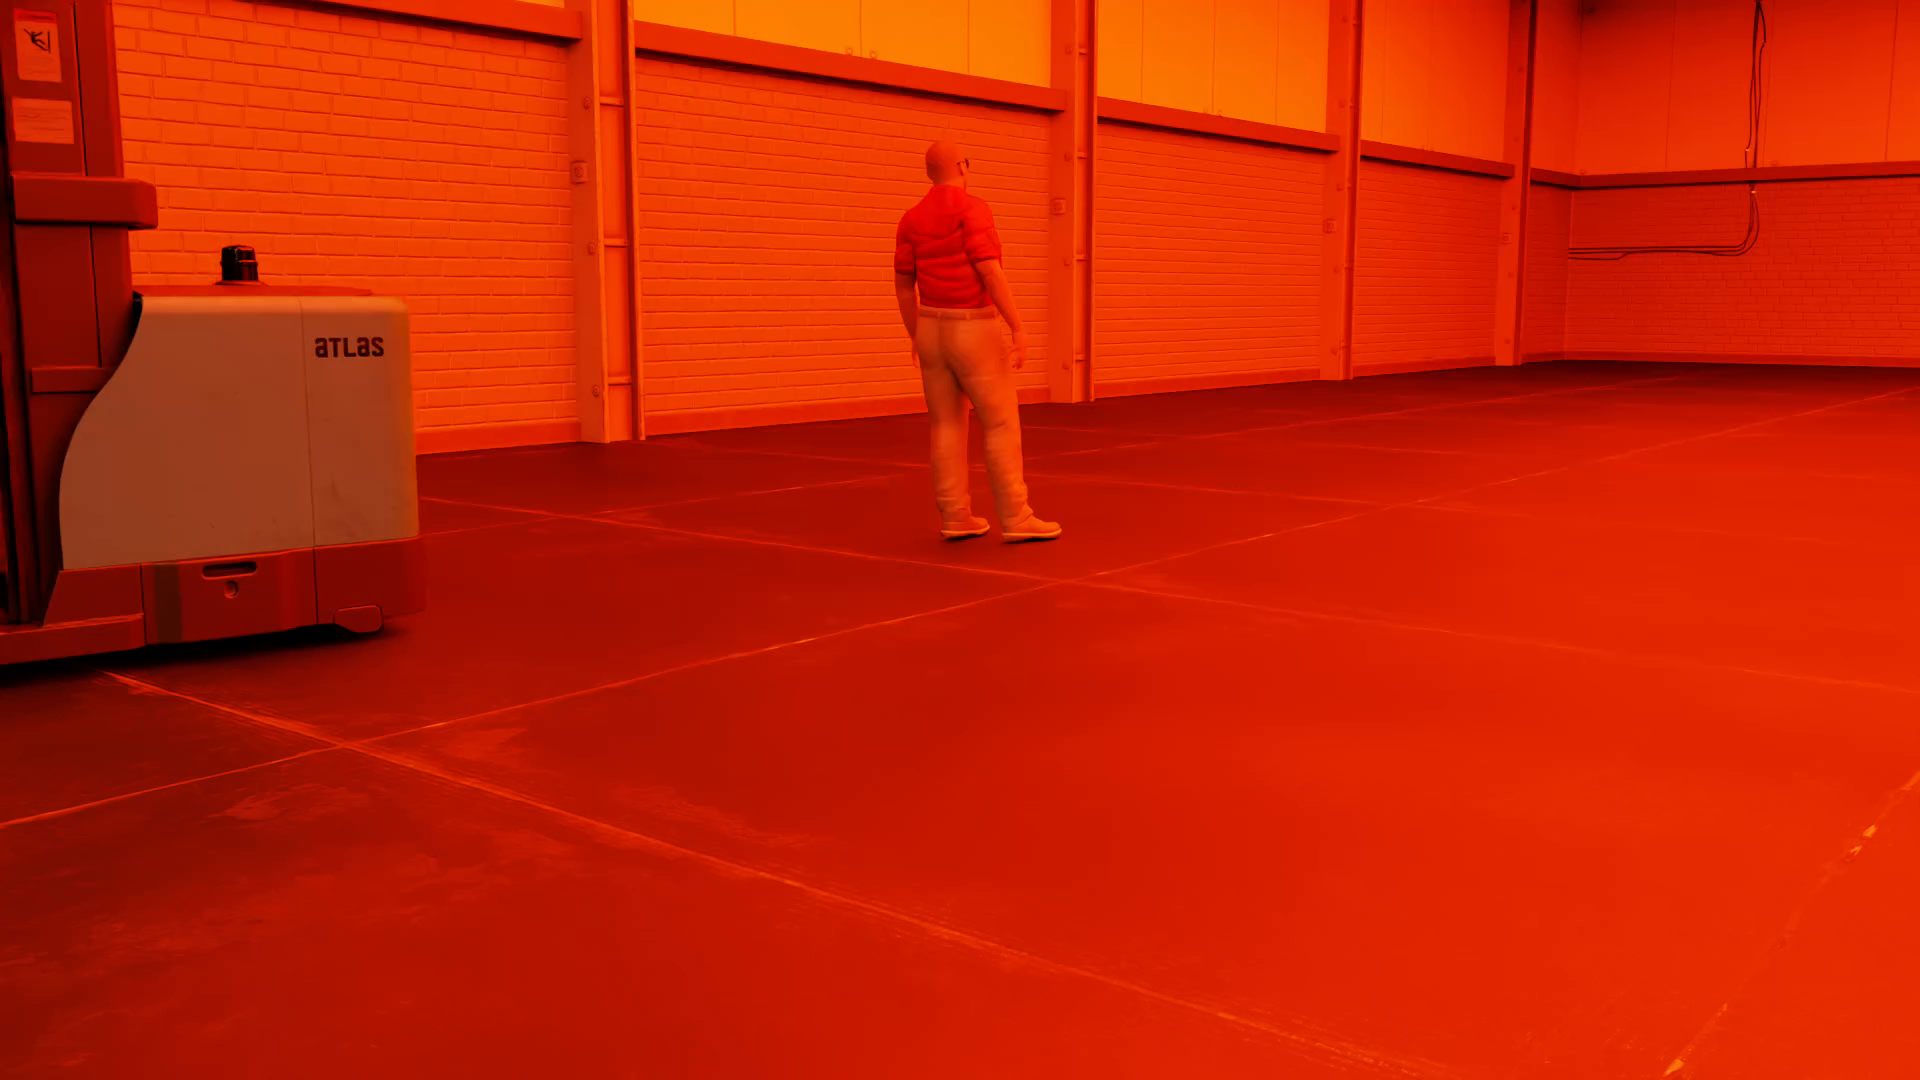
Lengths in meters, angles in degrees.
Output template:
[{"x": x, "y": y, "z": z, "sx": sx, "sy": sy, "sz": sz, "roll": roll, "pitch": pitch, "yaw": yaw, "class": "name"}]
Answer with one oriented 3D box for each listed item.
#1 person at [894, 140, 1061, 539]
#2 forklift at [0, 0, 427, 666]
[{"x": 0.066, "y": -0.871, "z": 7.340, "sx": 0.640, "sy": 1.727, "sz": 0.551, "roll": 7, "pitch": 11, "yaw": 38, "class": "person"}, {"x": -3.191, "y": -1.073, "z": 4.618, "sx": 3.031, "sy": 2.935, "sz": 1.130, "roll": -7, "pitch": 11, "yaw": -38, "class": "forklift"}]
